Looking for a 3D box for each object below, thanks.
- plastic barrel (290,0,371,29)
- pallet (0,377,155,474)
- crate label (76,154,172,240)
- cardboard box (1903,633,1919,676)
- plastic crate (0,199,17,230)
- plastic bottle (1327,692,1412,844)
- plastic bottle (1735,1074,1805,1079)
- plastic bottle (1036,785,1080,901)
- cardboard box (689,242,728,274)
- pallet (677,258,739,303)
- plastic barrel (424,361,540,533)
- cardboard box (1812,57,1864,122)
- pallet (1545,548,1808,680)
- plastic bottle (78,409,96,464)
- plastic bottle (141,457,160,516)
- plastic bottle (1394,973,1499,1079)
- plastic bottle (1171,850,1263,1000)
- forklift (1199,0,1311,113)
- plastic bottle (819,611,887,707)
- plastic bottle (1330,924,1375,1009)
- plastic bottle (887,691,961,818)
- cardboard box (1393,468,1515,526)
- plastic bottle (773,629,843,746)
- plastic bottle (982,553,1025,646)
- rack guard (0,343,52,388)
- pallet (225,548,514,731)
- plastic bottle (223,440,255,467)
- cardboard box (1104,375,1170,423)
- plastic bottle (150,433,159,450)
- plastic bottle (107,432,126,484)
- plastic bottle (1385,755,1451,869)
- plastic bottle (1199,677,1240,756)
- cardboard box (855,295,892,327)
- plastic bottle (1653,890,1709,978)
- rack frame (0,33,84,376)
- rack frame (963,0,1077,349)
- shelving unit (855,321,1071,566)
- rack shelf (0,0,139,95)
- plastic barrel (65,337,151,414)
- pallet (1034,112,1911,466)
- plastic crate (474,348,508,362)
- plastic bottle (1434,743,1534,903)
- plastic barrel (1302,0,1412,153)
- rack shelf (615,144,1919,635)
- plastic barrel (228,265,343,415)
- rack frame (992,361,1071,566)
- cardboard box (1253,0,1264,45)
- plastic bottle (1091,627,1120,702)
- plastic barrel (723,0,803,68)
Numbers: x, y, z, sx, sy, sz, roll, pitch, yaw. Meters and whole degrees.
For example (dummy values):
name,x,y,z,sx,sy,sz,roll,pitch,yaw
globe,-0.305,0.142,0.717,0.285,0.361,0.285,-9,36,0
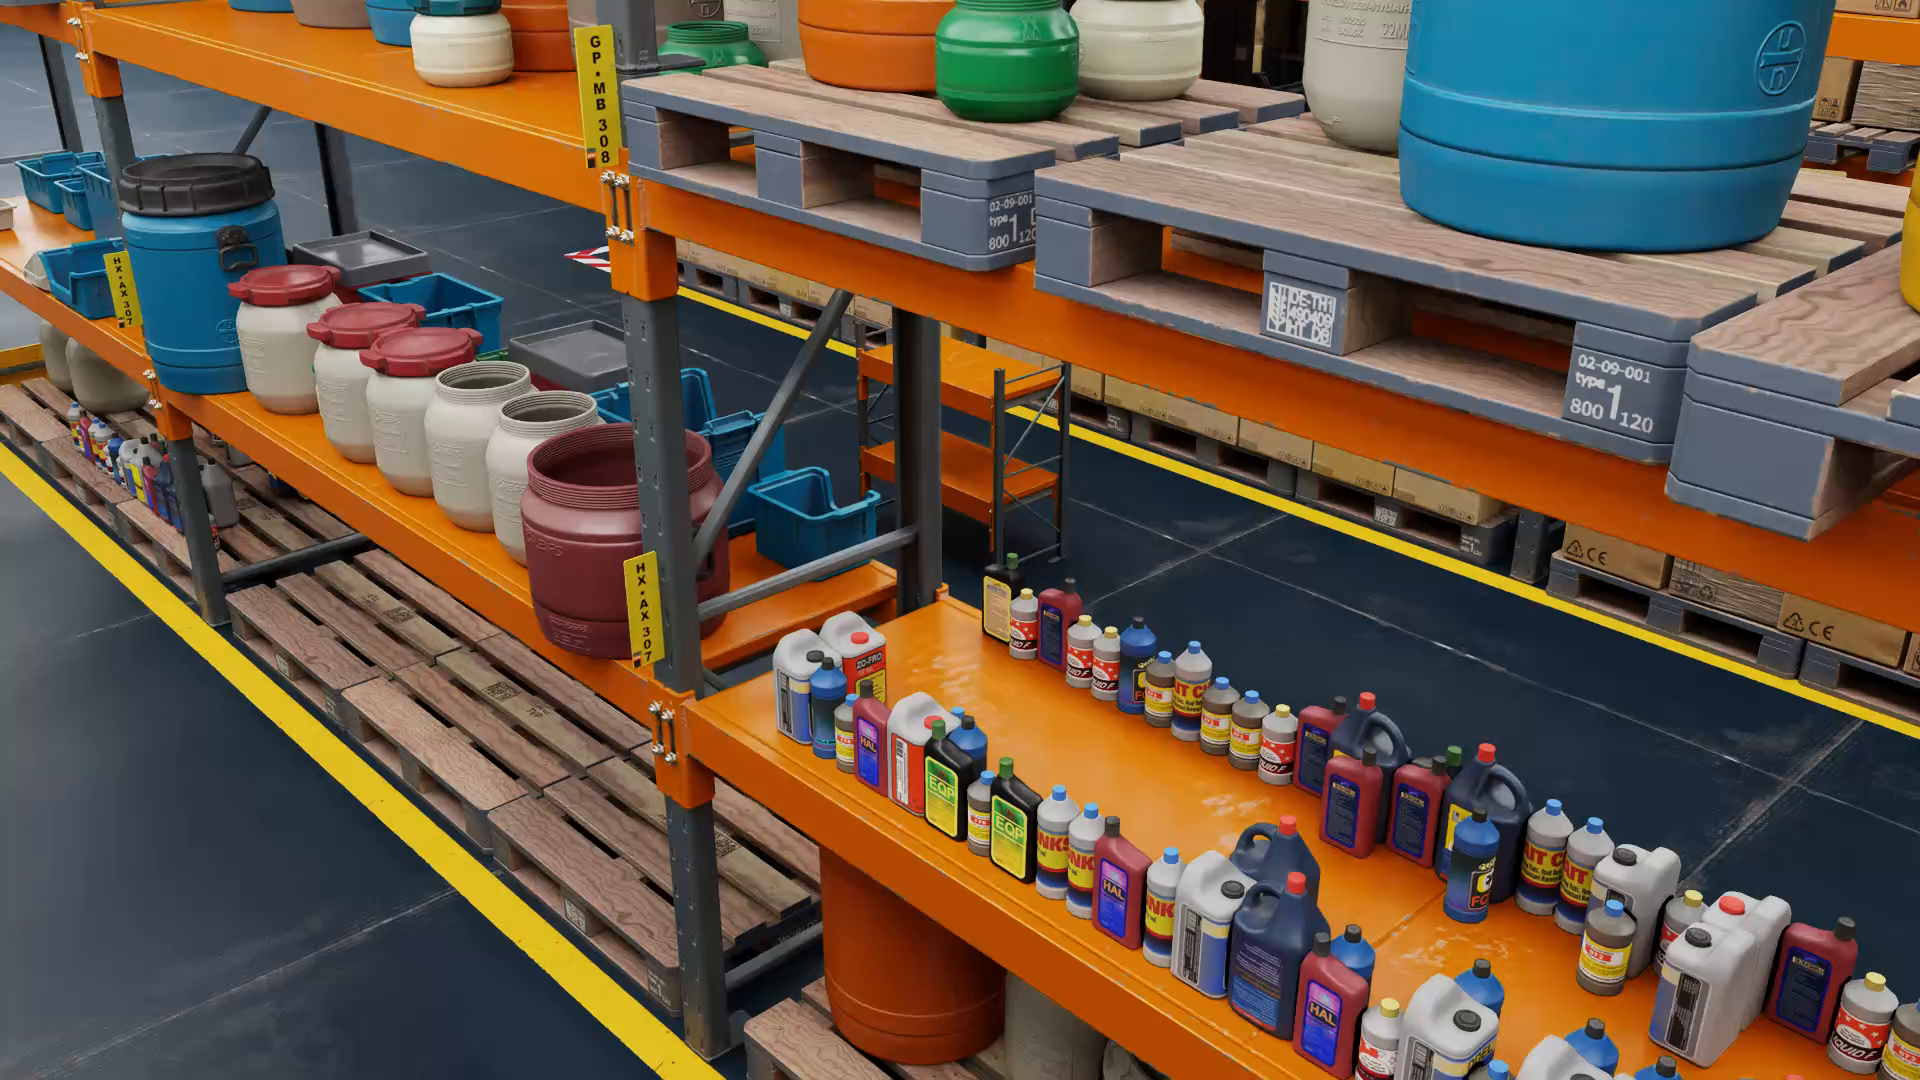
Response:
name,x,y,z,sx,sy,sz,roll,pitch,yaw
plastic barrel,-2.241,-2.407,6.193,0.600,0.901,0.600,0,25,0
pallet,-5.291,-0.790,10.228,1.003,0.211,1.213,-21,32,-38
crate label,-4.473,-1.851,9.152,0.502,0.435,0.616,-21,32,-38
cardboard box,4.322,0.327,6.902,0.500,0.500,0.500,22,33,40
plastic crate,-5.552,-1.834,9.474,0.298,0.136,0.250,-21,32,-38
plastic bottle,0.987,0.538,4.017,0.144,0.351,0.185,-21,32,-38
plastic bottle,1.385,1.059,2.874,0.144,0.351,0.185,-21,32,-38
plastic bottle,0.224,0.682,3.796,0.097,0.271,0.097,0,25,0
cardboard box,-1.762,-2.284,12.950,0.500,0.250,0.500,-21,32,-38
pallet,-1.757,-2.232,13.388,1.003,0.211,1.213,-21,32,-38
plastic barrel,-1.607,-0.322,5.707,0.421,0.512,0.421,0,25,0
cardboard box,6.041,-3.250,11.609,0.500,0.500,0.700,20,31,37
pallet,3.640,0.209,8.038,1.003,0.211,1.213,-21,32,-38
plastic bottle,-4.775,-0.569,9.126,0.061,0.283,0.133,-21,32,-38
plastic bottle,-4.118,-0.278,8.488,0.061,0.283,0.133,-19,30,-35
plastic bottle,0.923,0.974,3.151,0.152,0.276,0.135,-21,32,-38
plastic bottle,0.547,0.807,3.517,0.152,0.276,0.135,-21,32,-38
forklift,2.520,-3.065,11.938,1.130,2.935,3.031,-23,33,-40
plastic bottle,-0.290,0.344,4.532,0.152,0.276,0.135,-21,32,-38
plastic bottle,0.777,0.891,3.339,0.097,0.271,0.097,0,25,0
plastic bottle,-0.084,0.527,4.130,0.152,0.276,0.135,-21,32,-38
cardboard box,2.620,-0.327,8.659,0.500,0.250,0.500,-20,31,-37
plastic bottle,-0.401,0.387,4.438,0.152,0.276,0.135,-21,32,-38
plastic bottle,0.127,0.162,4.921,0.061,0.283,0.133,-21,32,-38
rack guard,-5.842,-1.169,10.711,1.175,0.500,0.348,-21,32,-38
pallet,-2.629,0.391,7.638,1.003,0.211,1.213,-21,32,-38
plastic bottle,-3.954,-0.564,9.124,0.152,0.276,0.135,-21,32,-38
cardboard box,1.223,-0.945,10.014,0.500,0.250,0.500,-22,33,-40
plastic bottle,-4.228,-0.419,8.797,0.061,0.283,0.133,-21,32,-38
plastic bottle,-4.476,-0.442,8.862,0.097,0.271,0.097,0,25,0
plastic bottle,1.082,0.622,3.913,0.061,0.283,0.133,-21,32,-38
plastic bottle,0.683,0.457,4.374,0.097,0.201,0.097,0,25,0
cardboard box,-0.387,-1.681,11.628,0.500,0.250,0.500,-21,32,-38
plastic bottle,1.543,0.838,3.538,0.097,0.201,0.097,0,25,0
rack frame,-5.928,-2.316,10.213,1.000,3.000,0.127,-21,32,-38
rack frame,0.424,-2.508,10.635,1.000,3.000,0.127,-21,32,-38
shelving unit,0.005,-0.510,8.512,0.538,1.125,1.048,-21,32,-38
rack shelf,-4.561,-2.748,8.412,1.077,0.370,4.000,-21,32,-38
plastic barrel,-5.080,-1.046,9.920,0.421,0.512,0.421,0,25,0
pallet,0.889,-0.512,2.872,1.003,0.211,1.213,-21,32,-38
plastic crate,-1.798,-0.560,6.620,0.450,0.188,0.662,-21,32,-38
plastic bottle,1.204,0.634,3.805,0.144,0.351,0.185,-21,32,-38
plastic barrel,0.861,-1.016,3.079,0.433,0.535,0.433,0,25,0
rack shelf,0.906,-0.324,3.099,1.077,0.370,4.000,-21,32,-38
plastic barrel,-2.701,-0.814,6.757,0.433,0.535,0.433,0,25,0
rack frame,0.352,-0.356,8.174,0.500,1.125,0.032,-21,32,-38
cardboard box,2.807,-4.558,14.379,0.500,0.500,0.500,-22,33,-40
plastic bottle,0.417,0.339,4.632,0.097,0.201,0.097,0,25,0
plastic barrel,-0.449,-1.489,4.651,0.421,0.512,0.421,0,25,0
